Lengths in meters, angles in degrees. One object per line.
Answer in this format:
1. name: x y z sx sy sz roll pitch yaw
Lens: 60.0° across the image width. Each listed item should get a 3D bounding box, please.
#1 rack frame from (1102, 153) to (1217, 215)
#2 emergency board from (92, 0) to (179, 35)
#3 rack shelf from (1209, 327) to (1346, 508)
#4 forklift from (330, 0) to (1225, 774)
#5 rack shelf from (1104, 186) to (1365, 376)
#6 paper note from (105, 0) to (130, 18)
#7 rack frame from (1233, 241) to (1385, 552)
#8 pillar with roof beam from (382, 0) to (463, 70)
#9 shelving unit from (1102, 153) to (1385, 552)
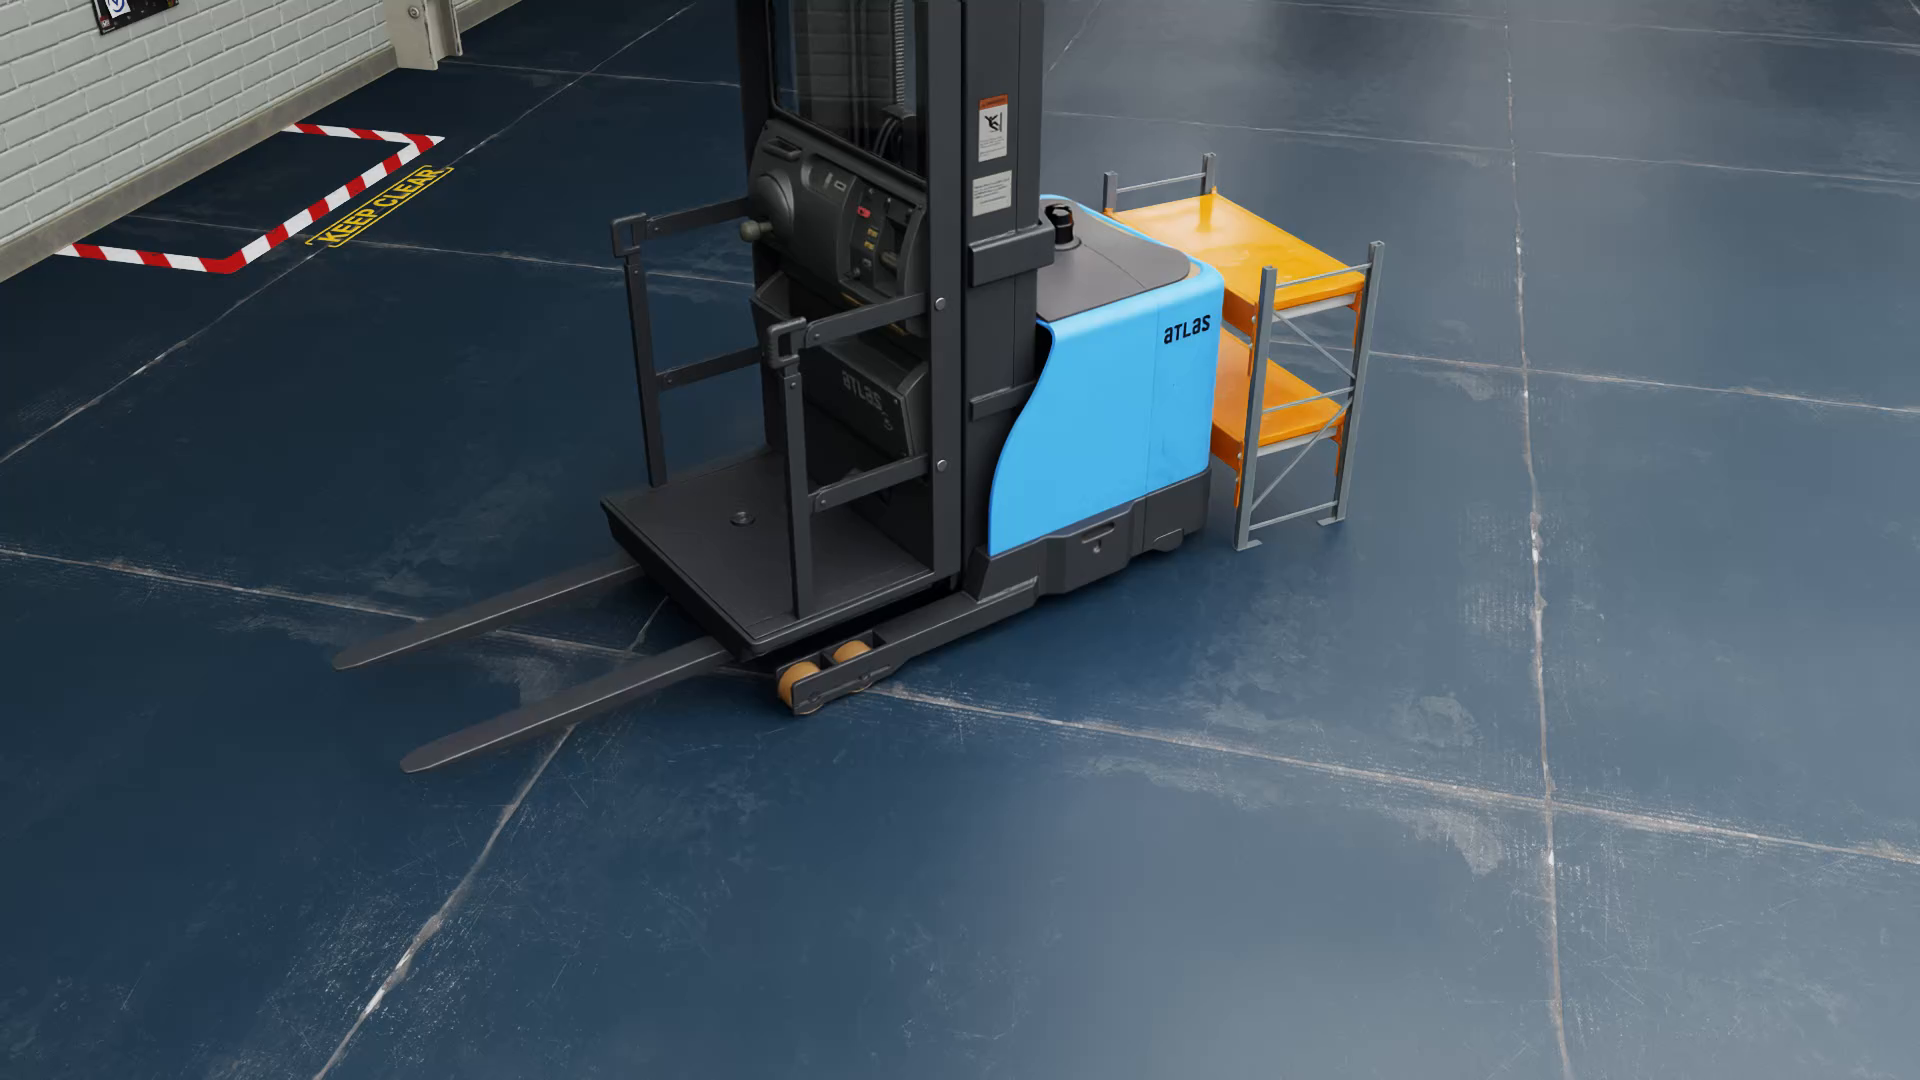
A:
1. rack frame: 0.780 -0.984 6.750 0.500 1.125 0.032 -15 36 -23
2. emergency board: -4.320 -3.291 8.630 0.194 1.169 0.643 8 33 12
3. rack shelf: 1.013 -0.535 6.500 0.538 0.278 1.000 -15 36 -23
4. forklift: -0.564 -0.999 5.089 3.031 2.935 1.130 -21 38 -30
5. rack shelf: 1.013 -0.989 6.211 0.538 0.278 1.000 -15 36 -23
6. paper note: -4.431 -2.836 8.737 0.016 0.148 0.142 8 33 12
7. rack frame: 1.246 -0.499 5.987 0.500 1.125 0.032 -15 36 -23
8. pillar with roof beam: 0.508 -6.513 8.108 9.100 9.000 0.400 8 33 12
9. shelving unit: 1.013 -0.742 6.368 0.538 1.125 1.048 -15 36 -23
